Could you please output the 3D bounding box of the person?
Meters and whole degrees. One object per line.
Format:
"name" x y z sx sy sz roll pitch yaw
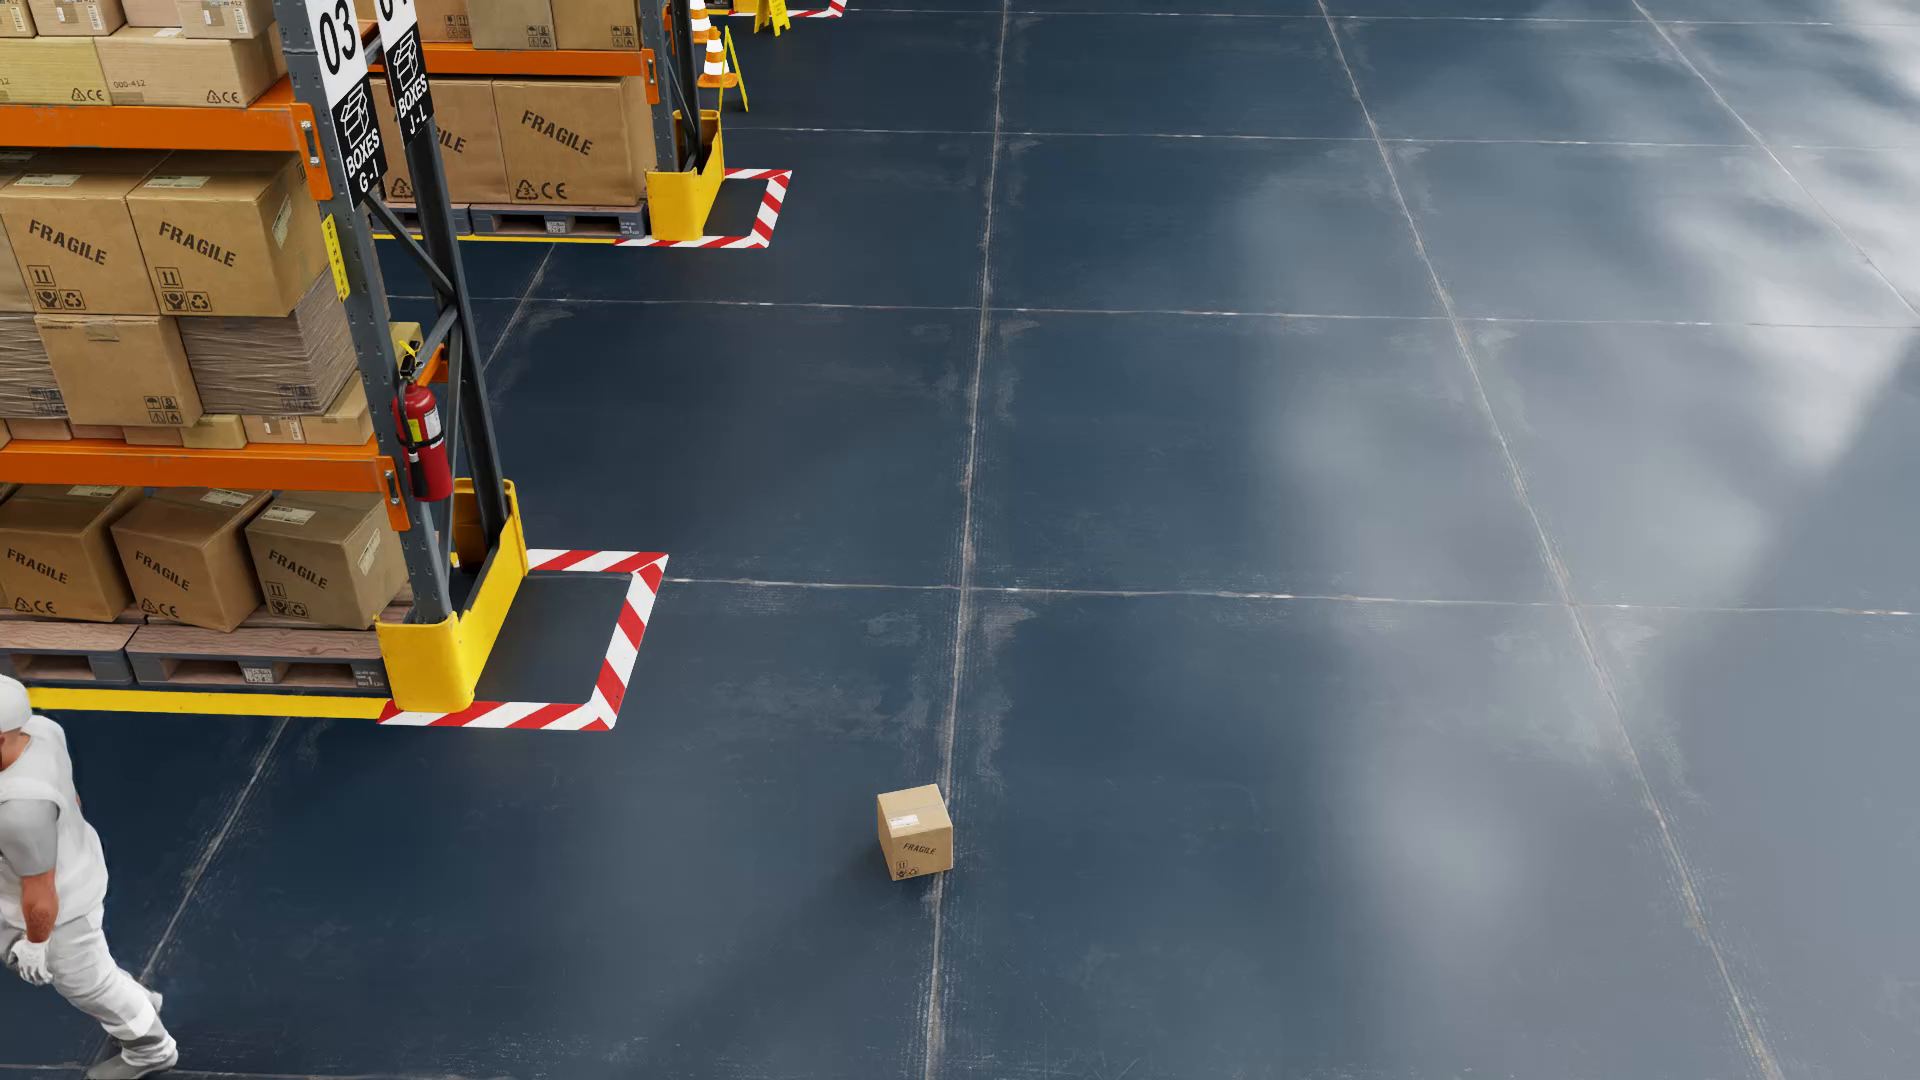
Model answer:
"person" -2.997 1.163 5.418 0.447 1.801 0.581 -15 38 -20
